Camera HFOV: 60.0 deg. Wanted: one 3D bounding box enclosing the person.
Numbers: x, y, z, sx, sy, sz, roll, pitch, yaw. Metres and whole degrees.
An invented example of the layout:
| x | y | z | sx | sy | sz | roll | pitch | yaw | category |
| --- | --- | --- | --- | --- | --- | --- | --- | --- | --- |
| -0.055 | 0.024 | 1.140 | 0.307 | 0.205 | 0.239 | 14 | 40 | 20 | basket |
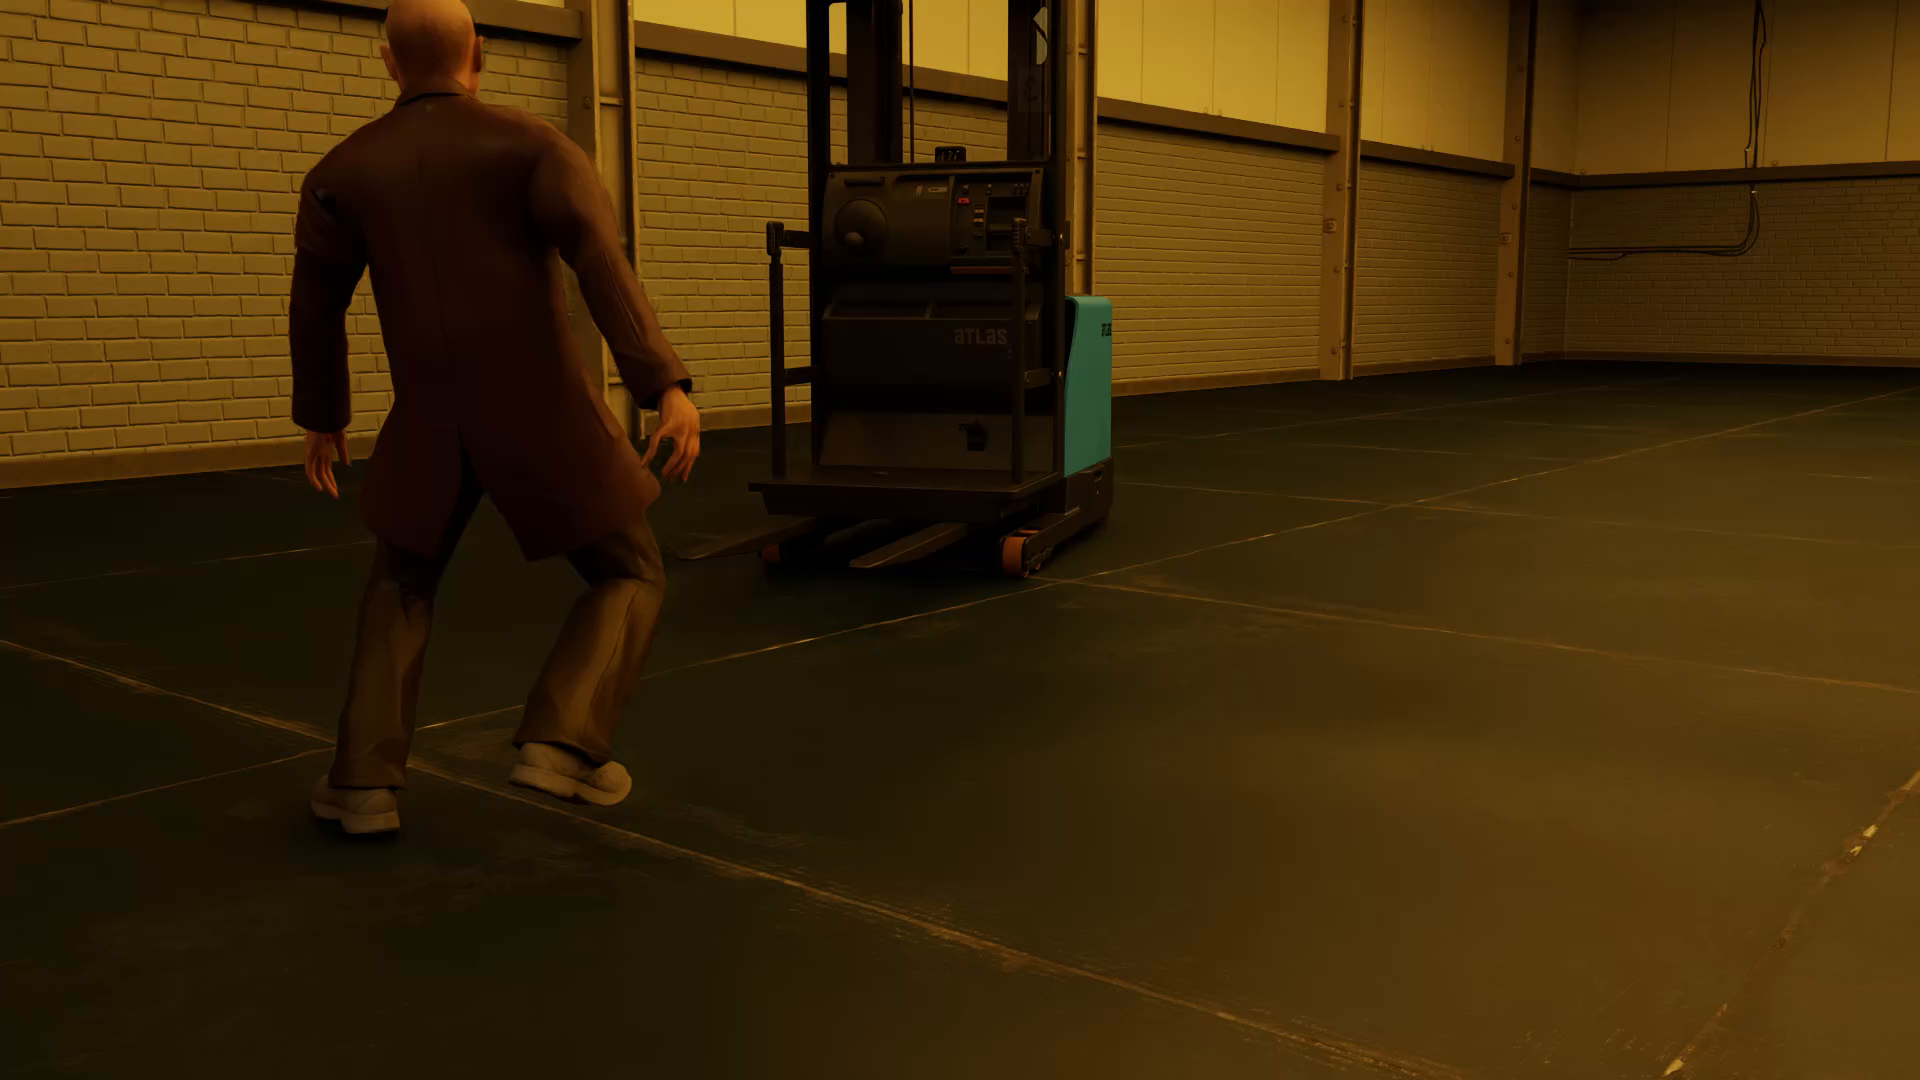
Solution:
| x | y | z | sx | sy | sz | roll | pitch | yaw | category |
| --- | --- | --- | --- | --- | --- | --- | --- | --- | --- |
| -0.944 | -0.254 | 3.371 | 0.942 | 1.684 | 0.573 | 2 | 9 | 14 | person |

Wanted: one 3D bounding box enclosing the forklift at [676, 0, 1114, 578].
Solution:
| x | y | z | sx | sy | sz | roll | pitch | yaw | category |
| --- | --- | --- | --- | --- | --- | --- | --- | --- | --- |
| -0.176 | -1.366 | 6.616 | 1.130 | 2.935 | 3.031 | 3 | 9 | 17 | forklift |
